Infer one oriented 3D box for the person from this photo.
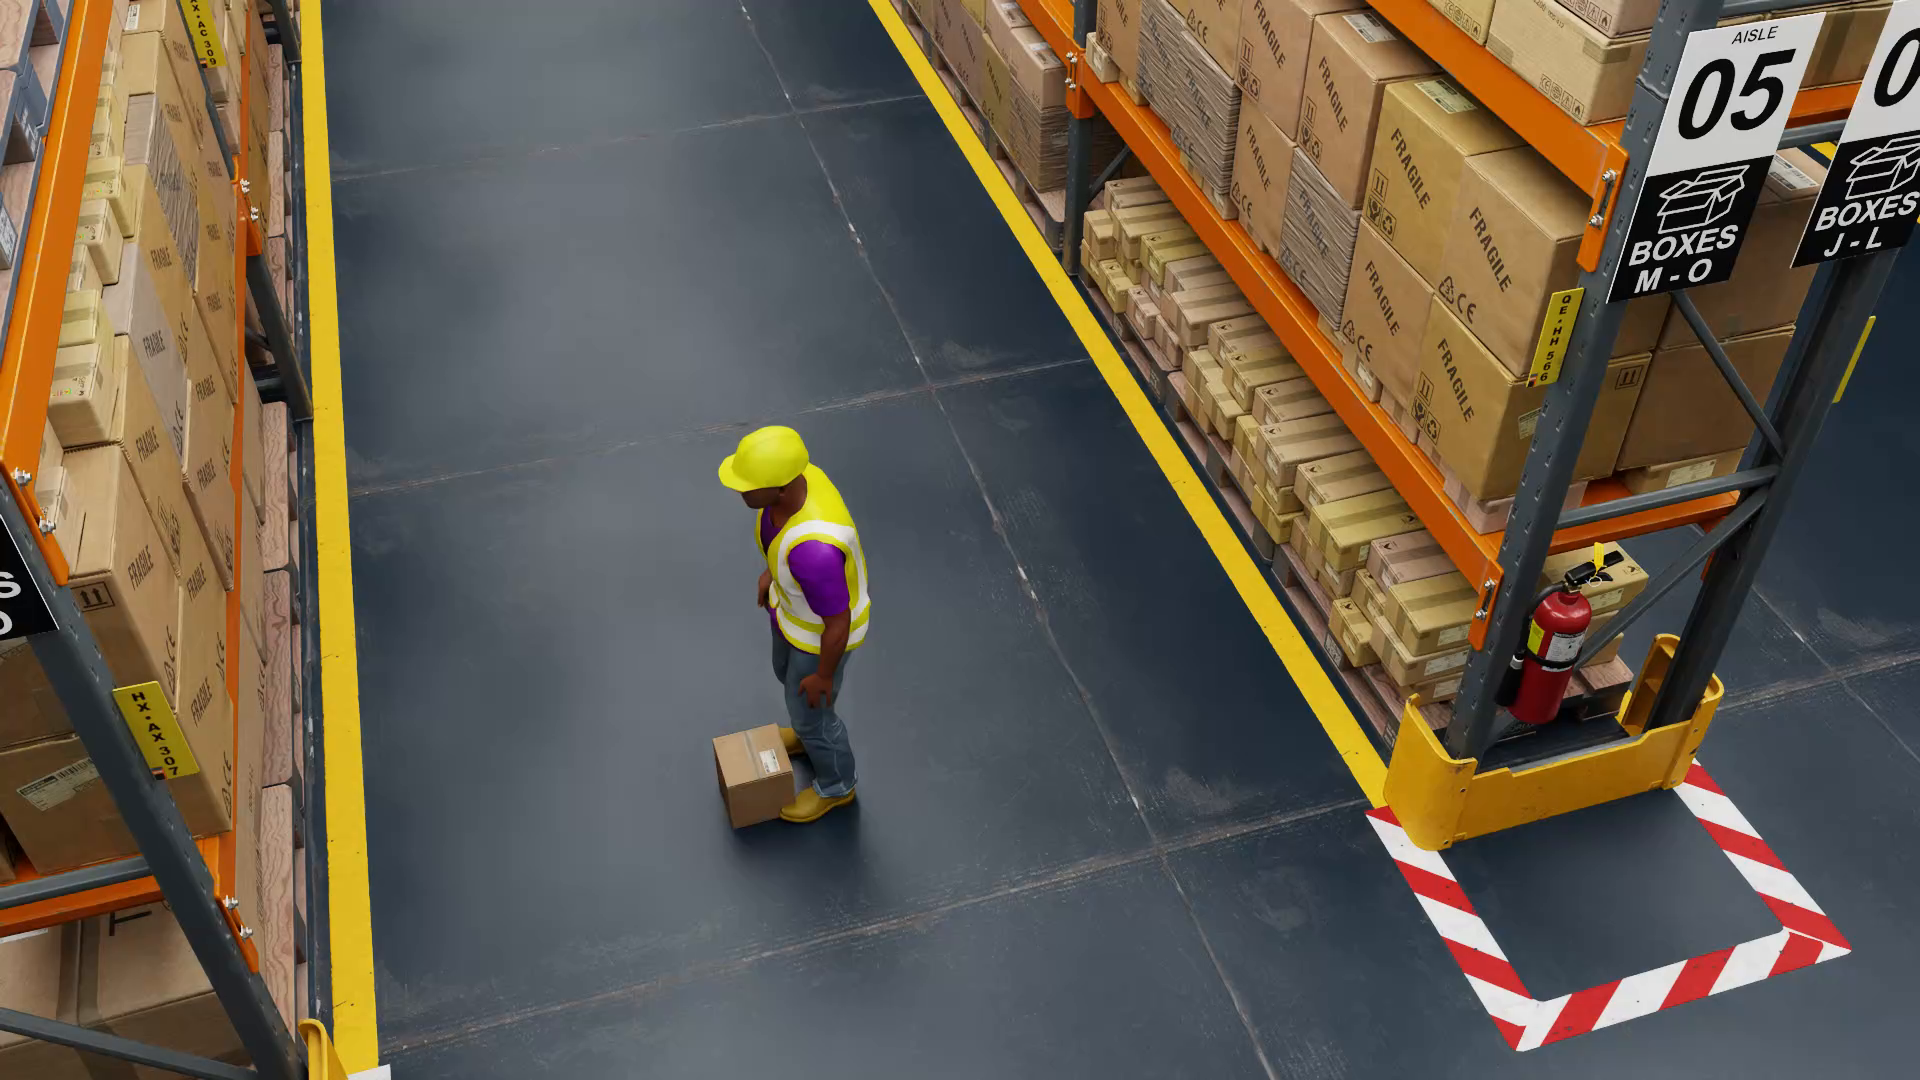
[{"bbox_3d":[-0.555,0.286,5.828,0.454,1.761,0.635,-14,44,-15],"label":"person"}]
